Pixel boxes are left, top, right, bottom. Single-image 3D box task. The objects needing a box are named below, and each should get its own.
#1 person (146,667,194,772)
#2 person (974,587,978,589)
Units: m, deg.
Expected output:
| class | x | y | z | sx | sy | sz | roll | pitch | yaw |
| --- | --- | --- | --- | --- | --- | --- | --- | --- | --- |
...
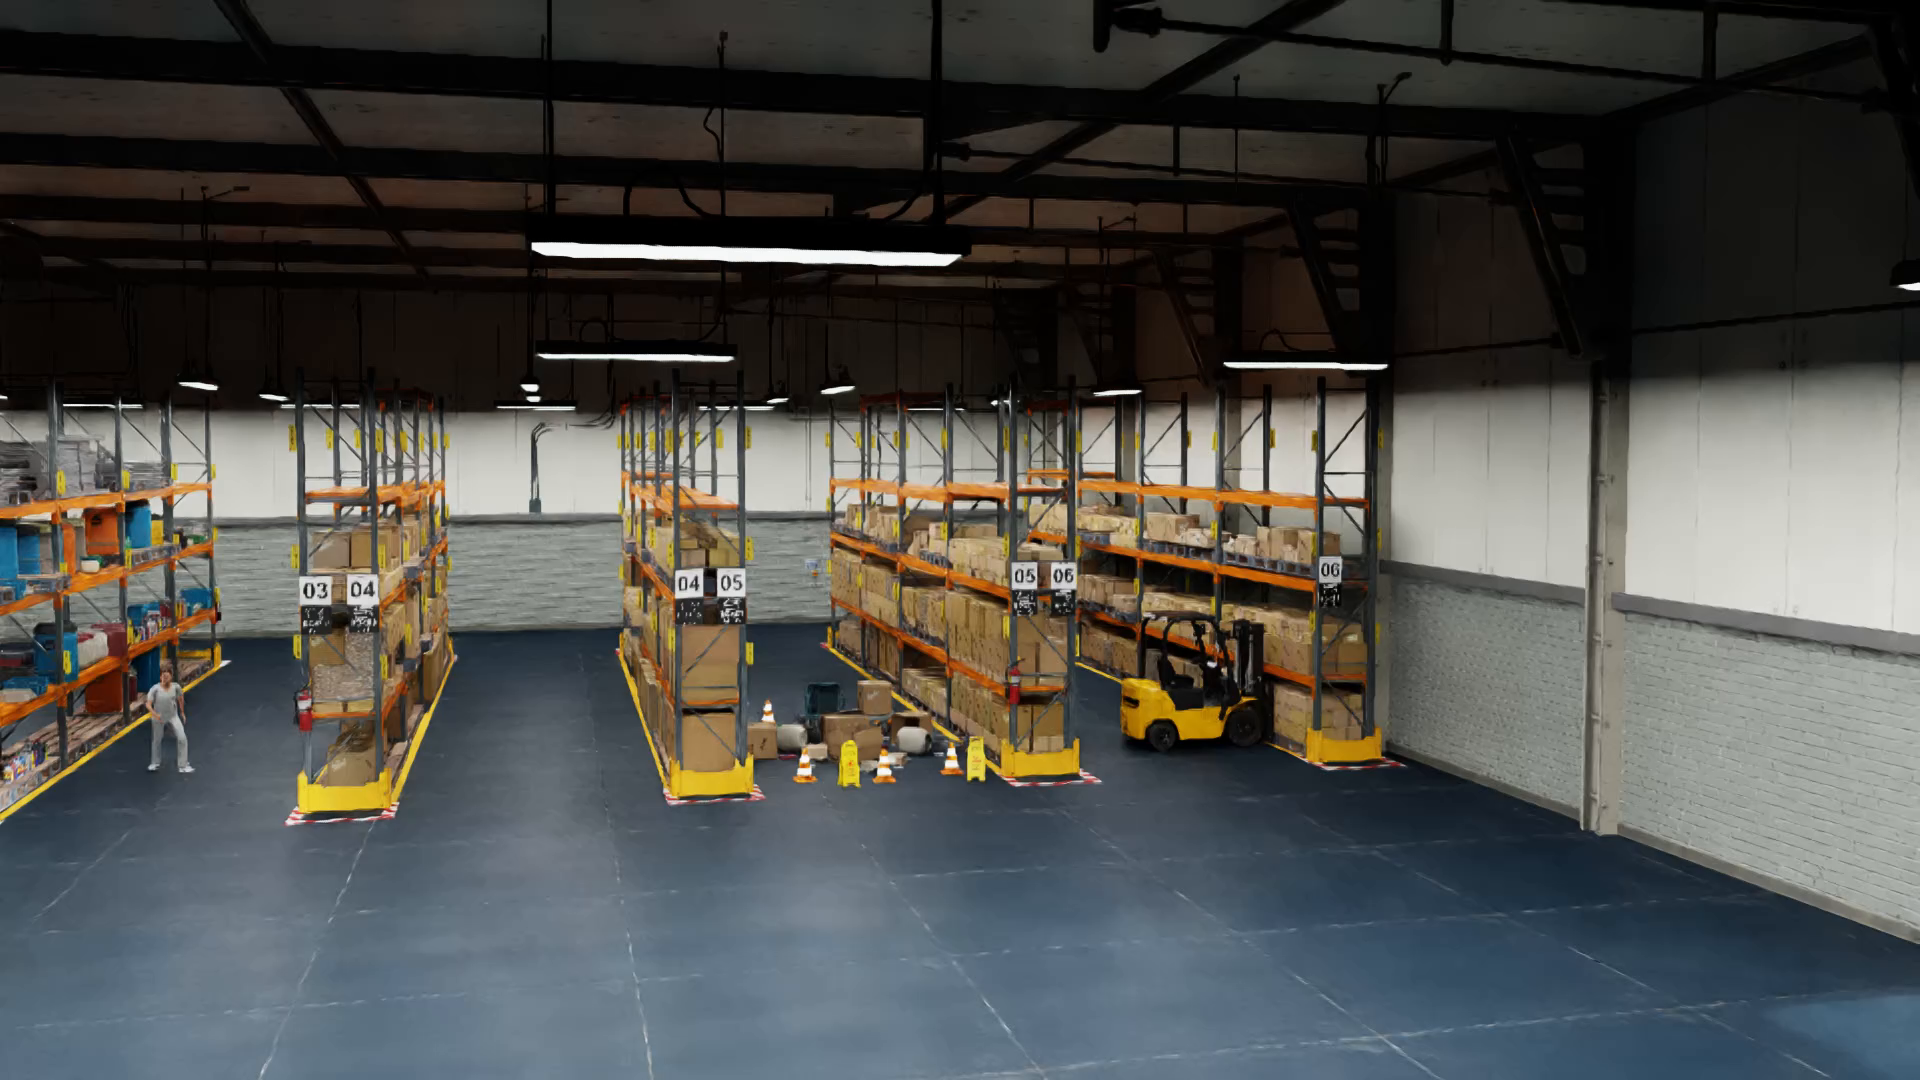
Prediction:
| class | x | y | z | sx | sy | sz | roll | pitch | yaw |
| --- | --- | --- | --- | --- | --- | --- | --- | --- | --- |
| person | -11.955 | 2.691 | 25.091 | 0.609 | 1.601 | 0.817 | -2 | 4 | -31 |
| person | 0.305 | 1.920 | 36.460 | 0.637 | 1.775 | 0.676 | 1 | 4 | 15 |
